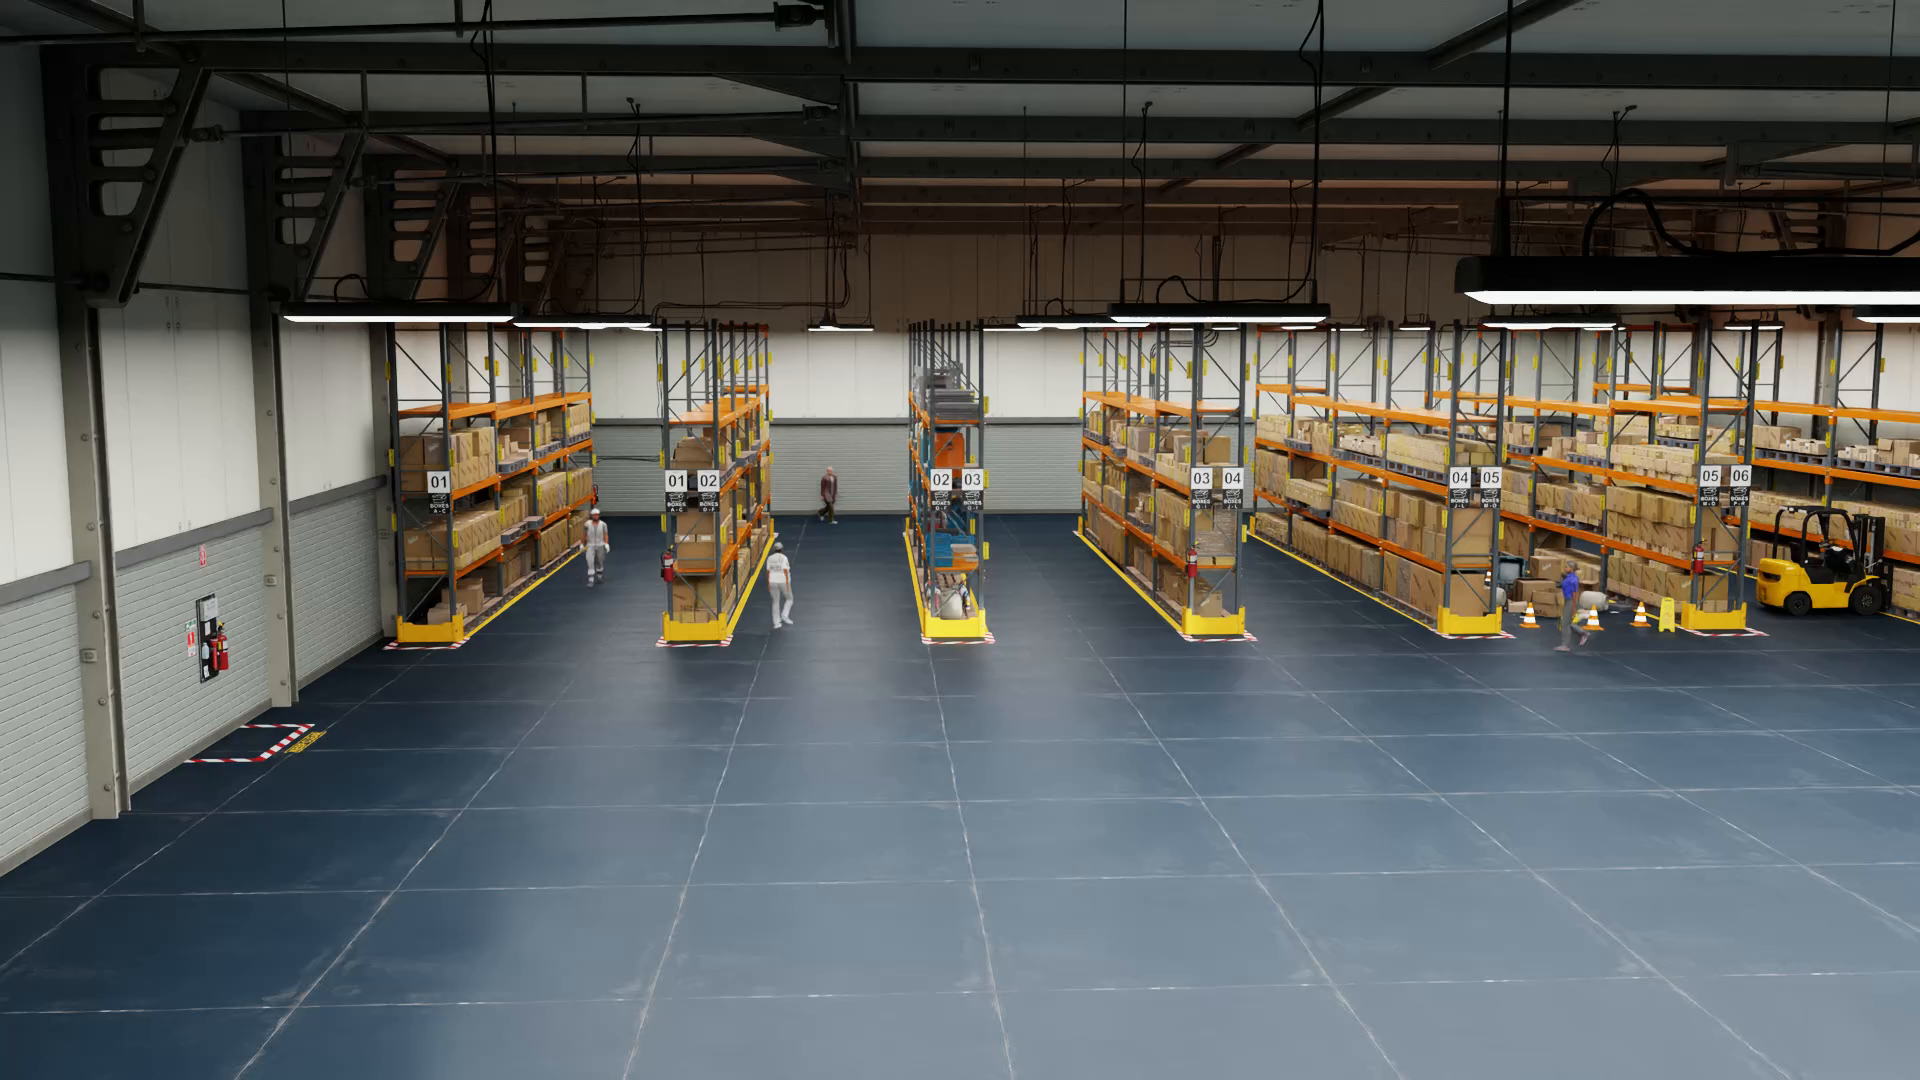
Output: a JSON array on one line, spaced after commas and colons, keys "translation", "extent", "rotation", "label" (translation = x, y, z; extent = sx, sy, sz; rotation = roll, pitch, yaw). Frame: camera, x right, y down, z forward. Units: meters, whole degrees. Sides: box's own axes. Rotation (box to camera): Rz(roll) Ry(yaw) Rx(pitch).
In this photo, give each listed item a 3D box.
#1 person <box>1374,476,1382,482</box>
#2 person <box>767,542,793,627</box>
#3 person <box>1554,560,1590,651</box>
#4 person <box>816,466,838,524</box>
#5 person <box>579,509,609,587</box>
[{"translation": [12.494, -1.295, 49.826], "extent": [0.881, 1.740, 0.568], "rotation": [-3, 8, -23], "label": "person"}, {"translation": [-3.536, 0.873, 32.623], "extent": [0.538, 1.650, 0.499], "rotation": [1, 7, 9], "label": "person"}, {"translation": [11.109, 1.181, 30.089], "extent": [0.671, 1.637, 0.455], "rotation": [1, 7, 4], "label": "person"}, {"translation": [-4.003, -1.314, 50.335], "extent": [0.982, 1.636, 0.572], "rotation": [5, 9, 36], "label": "person"}, {"translation": [-8.352, 0.151, 37.965], "extent": [0.671, 1.738, 1.025], "rotation": [-1, 7, -12], "label": "person"}]
